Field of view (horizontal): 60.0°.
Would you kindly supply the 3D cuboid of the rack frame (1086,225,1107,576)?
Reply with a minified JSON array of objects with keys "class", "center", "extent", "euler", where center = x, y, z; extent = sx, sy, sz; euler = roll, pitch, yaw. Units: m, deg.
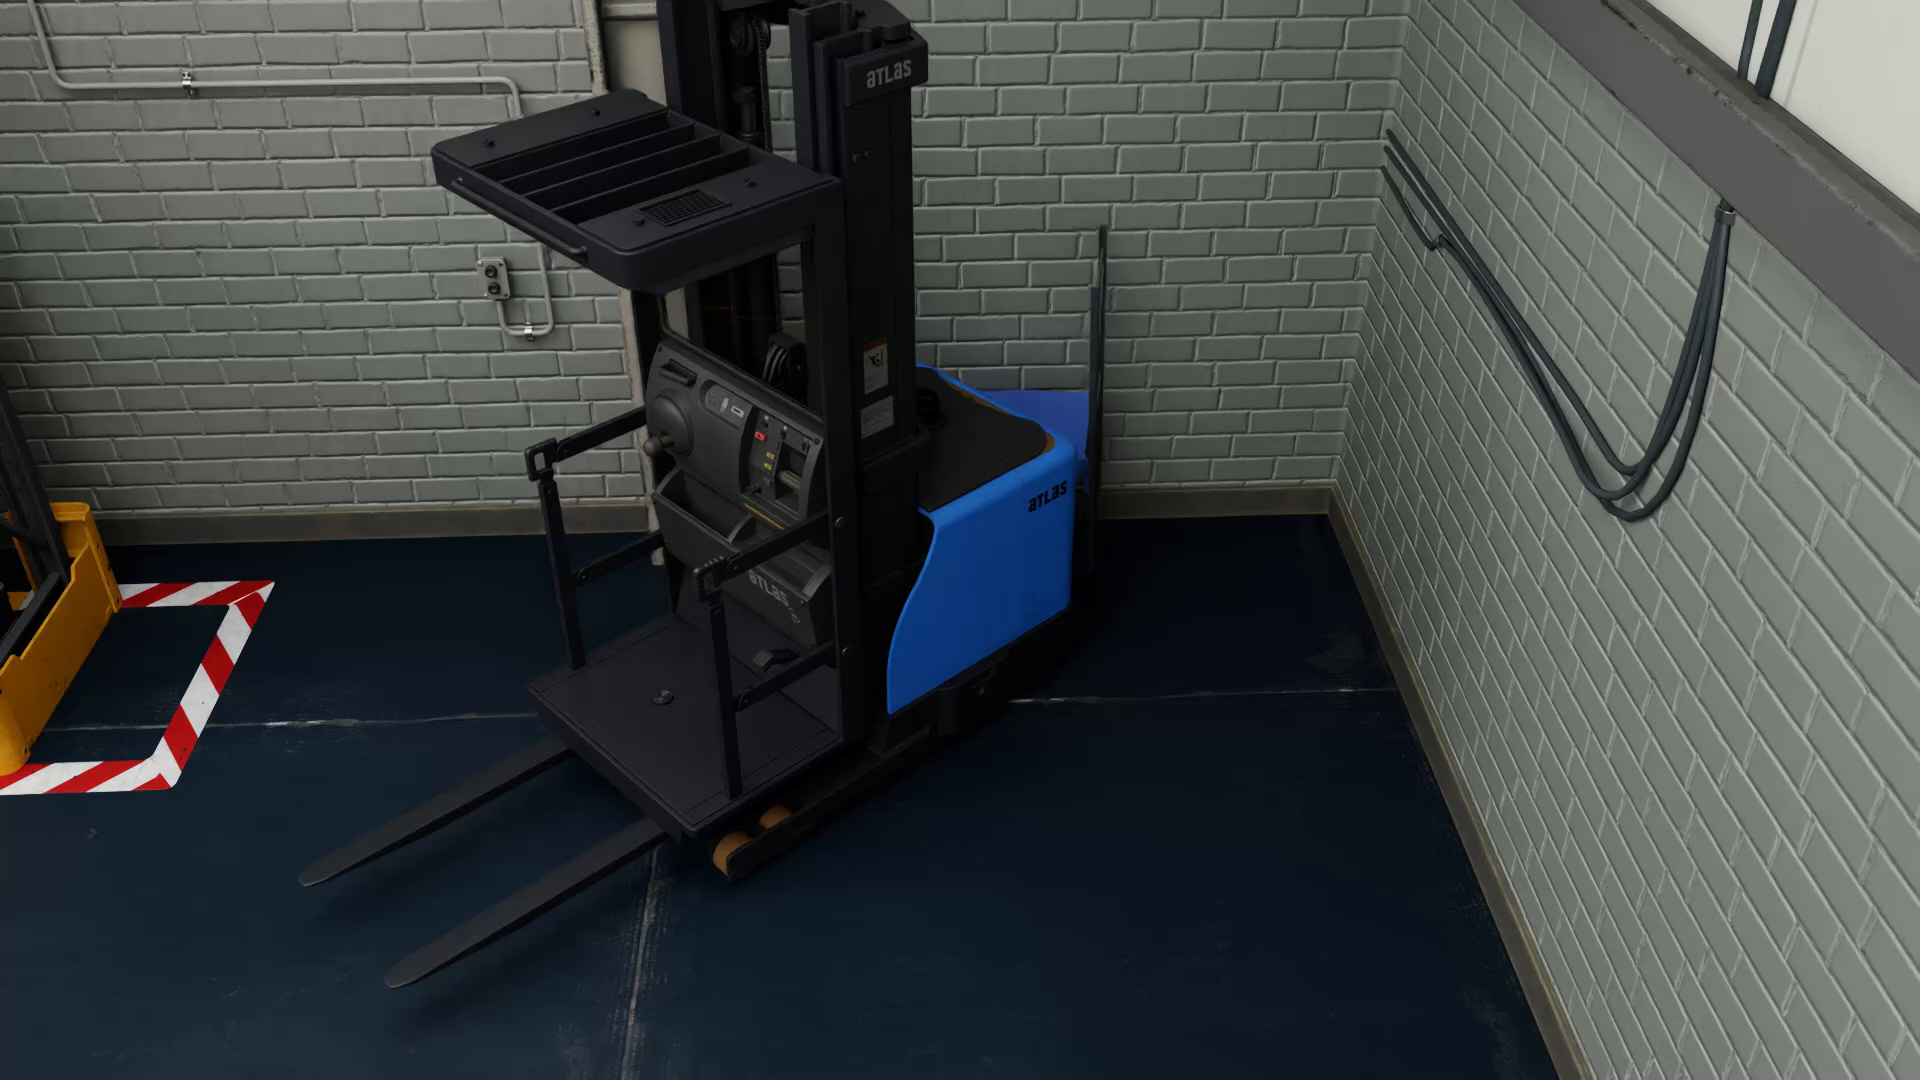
[{"class":"rack frame","center":[0.590,-0.574,7.205],"extent":[0.032,1.500,0.500],"euler":[3,40,7]}]

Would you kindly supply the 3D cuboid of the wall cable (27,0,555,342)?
[{"class":"wall cable","center":[-2.634,-1.638,6.589],"extent":[1.851,1.984,0.084],"euler":[-2,35,-2]}]

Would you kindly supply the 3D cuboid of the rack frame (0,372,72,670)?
[{"class":"rack frame","center":[-3.868,-0.648,6.051],"extent":[0.127,3.000,1.000],"euler":[-2,35,-2]}]

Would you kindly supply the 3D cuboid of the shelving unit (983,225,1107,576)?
[{"class":"shelving unit","center":[0.086,-0.604,7.267],"extent":[1.048,1.500,0.538],"euler":[3,40,7]}]

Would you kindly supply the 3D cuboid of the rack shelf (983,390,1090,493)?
[{"class":"rack shelf","center":[0.092,-0.466,7.383],"extent":[1.000,0.185,0.538],"euler":[3,40,7]}]

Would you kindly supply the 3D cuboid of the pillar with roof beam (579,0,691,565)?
[{"class":"pillar with roof beam","center":[-1.008,-1.232,1.623],"extent":[0.400,9.000,9.100],"euler":[-2,35,-2]}]

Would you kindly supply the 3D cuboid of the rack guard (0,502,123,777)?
[{"class":"rack guard","center":[-3.844,0.379,6.763],"extent":[0.348,0.500,1.175],"euler":[-2,35,-2]}]

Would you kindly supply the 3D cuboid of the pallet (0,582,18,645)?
[{"class":"pallet","center":[-4.663,0.564,6.749],"extent":[1.213,0.211,1.003],"euler":[-2,35,-2]}]

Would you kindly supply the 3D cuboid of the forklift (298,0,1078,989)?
[{"class":"forklift","center":[-0.943,-0.324,5.642],"extent":[3.031,2.935,1.130],"euler":[-29,44,-35]}]

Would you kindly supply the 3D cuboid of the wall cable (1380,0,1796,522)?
[{"class":"wall cable","center":[1.798,-1.788,5.154],"extent":[0.112,2.526,3.097],"euler":[-2,35,-2]}]
